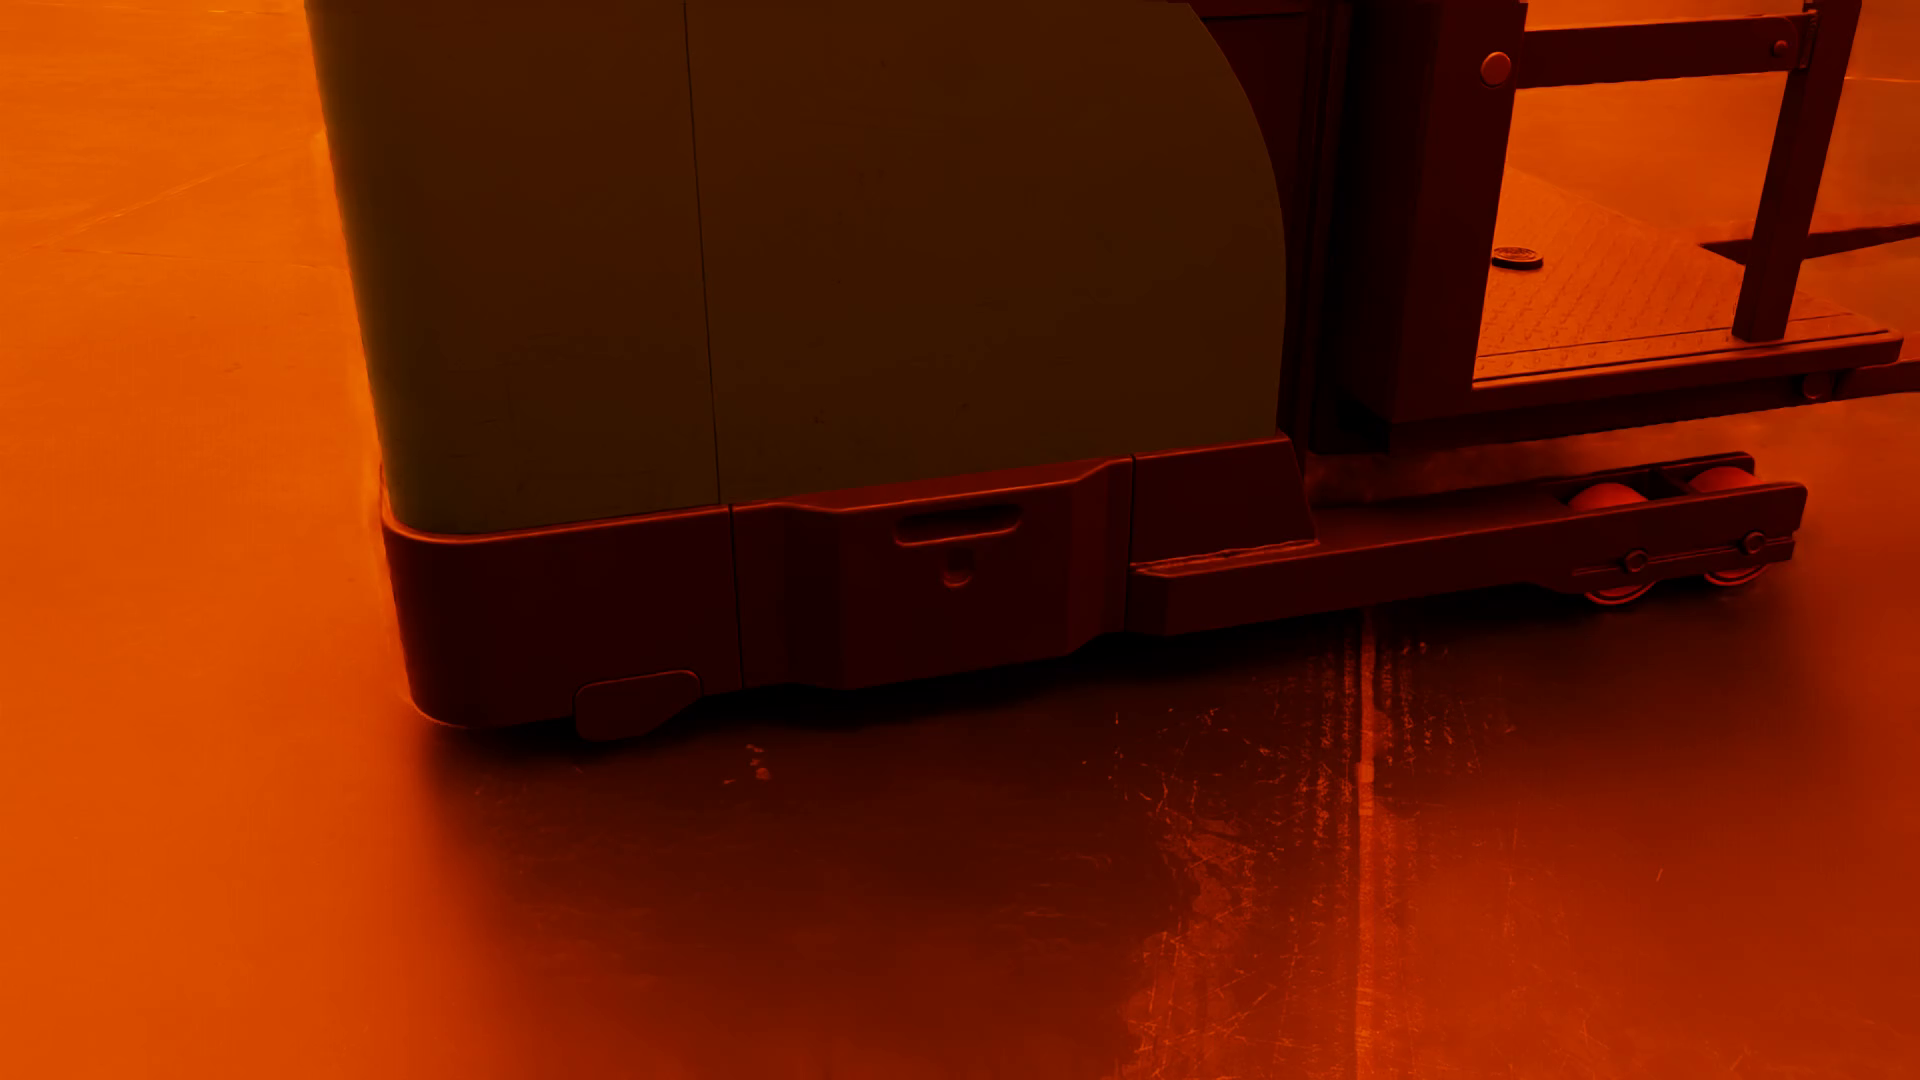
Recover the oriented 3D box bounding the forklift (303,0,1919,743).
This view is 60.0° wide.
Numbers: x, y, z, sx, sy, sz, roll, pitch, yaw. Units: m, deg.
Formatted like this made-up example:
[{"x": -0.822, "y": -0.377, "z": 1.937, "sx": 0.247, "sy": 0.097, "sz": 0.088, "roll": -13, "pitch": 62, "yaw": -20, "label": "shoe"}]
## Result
[{"x": 0.678, "y": -1.438, "z": 2.096, "sx": 3.031, "sy": 2.935, "sz": 1.130, "roll": -8, "pitch": 28, "yaw": -15, "label": "forklift"}]
